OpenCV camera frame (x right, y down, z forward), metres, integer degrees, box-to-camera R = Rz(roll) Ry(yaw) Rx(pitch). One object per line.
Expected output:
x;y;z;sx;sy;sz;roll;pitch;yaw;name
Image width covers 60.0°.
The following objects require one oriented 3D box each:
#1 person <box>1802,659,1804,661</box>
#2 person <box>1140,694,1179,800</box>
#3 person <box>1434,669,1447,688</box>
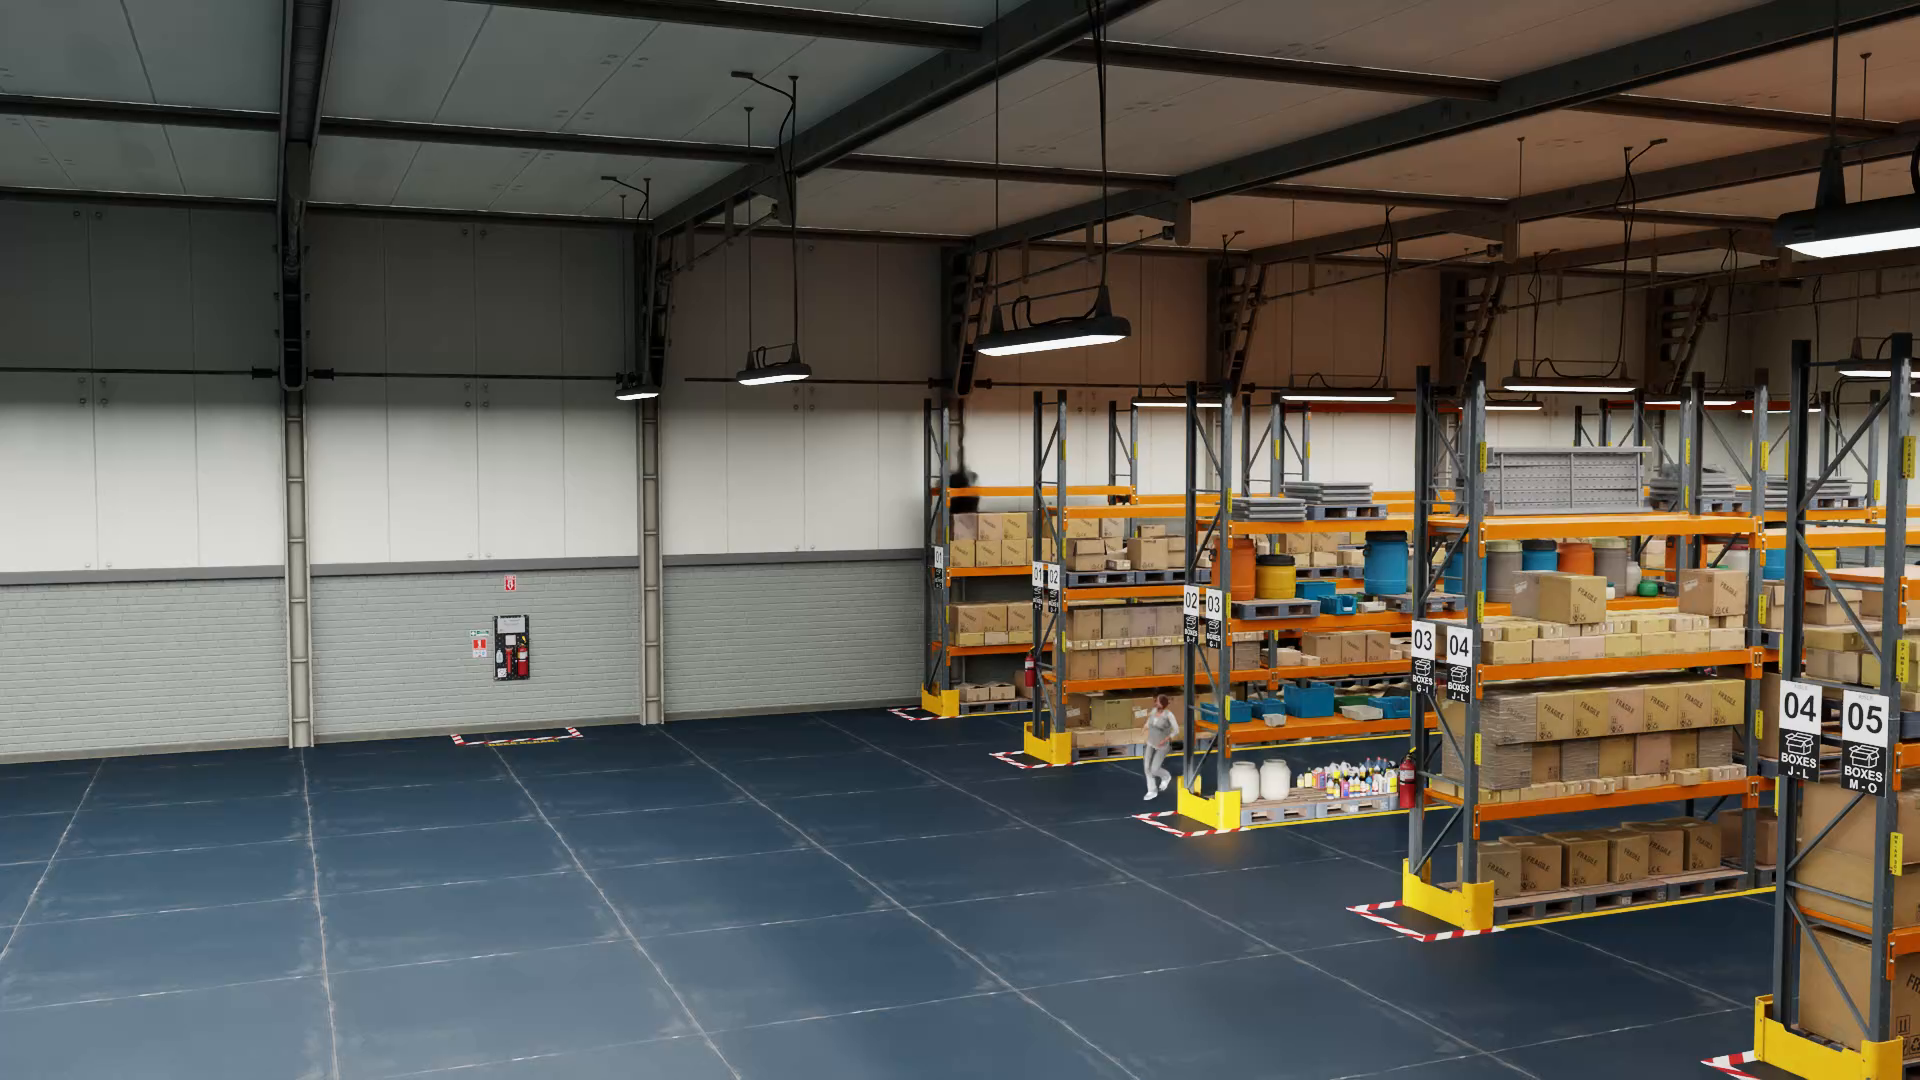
15.616;2.490;31.005;0.570;1.702;0.753;-2;4;-30;person
2.899;2.990;24.070;0.595;1.553;0.569;-3;5;-44;person
9.564;2.403;32.633;0.918;1.645;0.601;-2;4;-30;person
